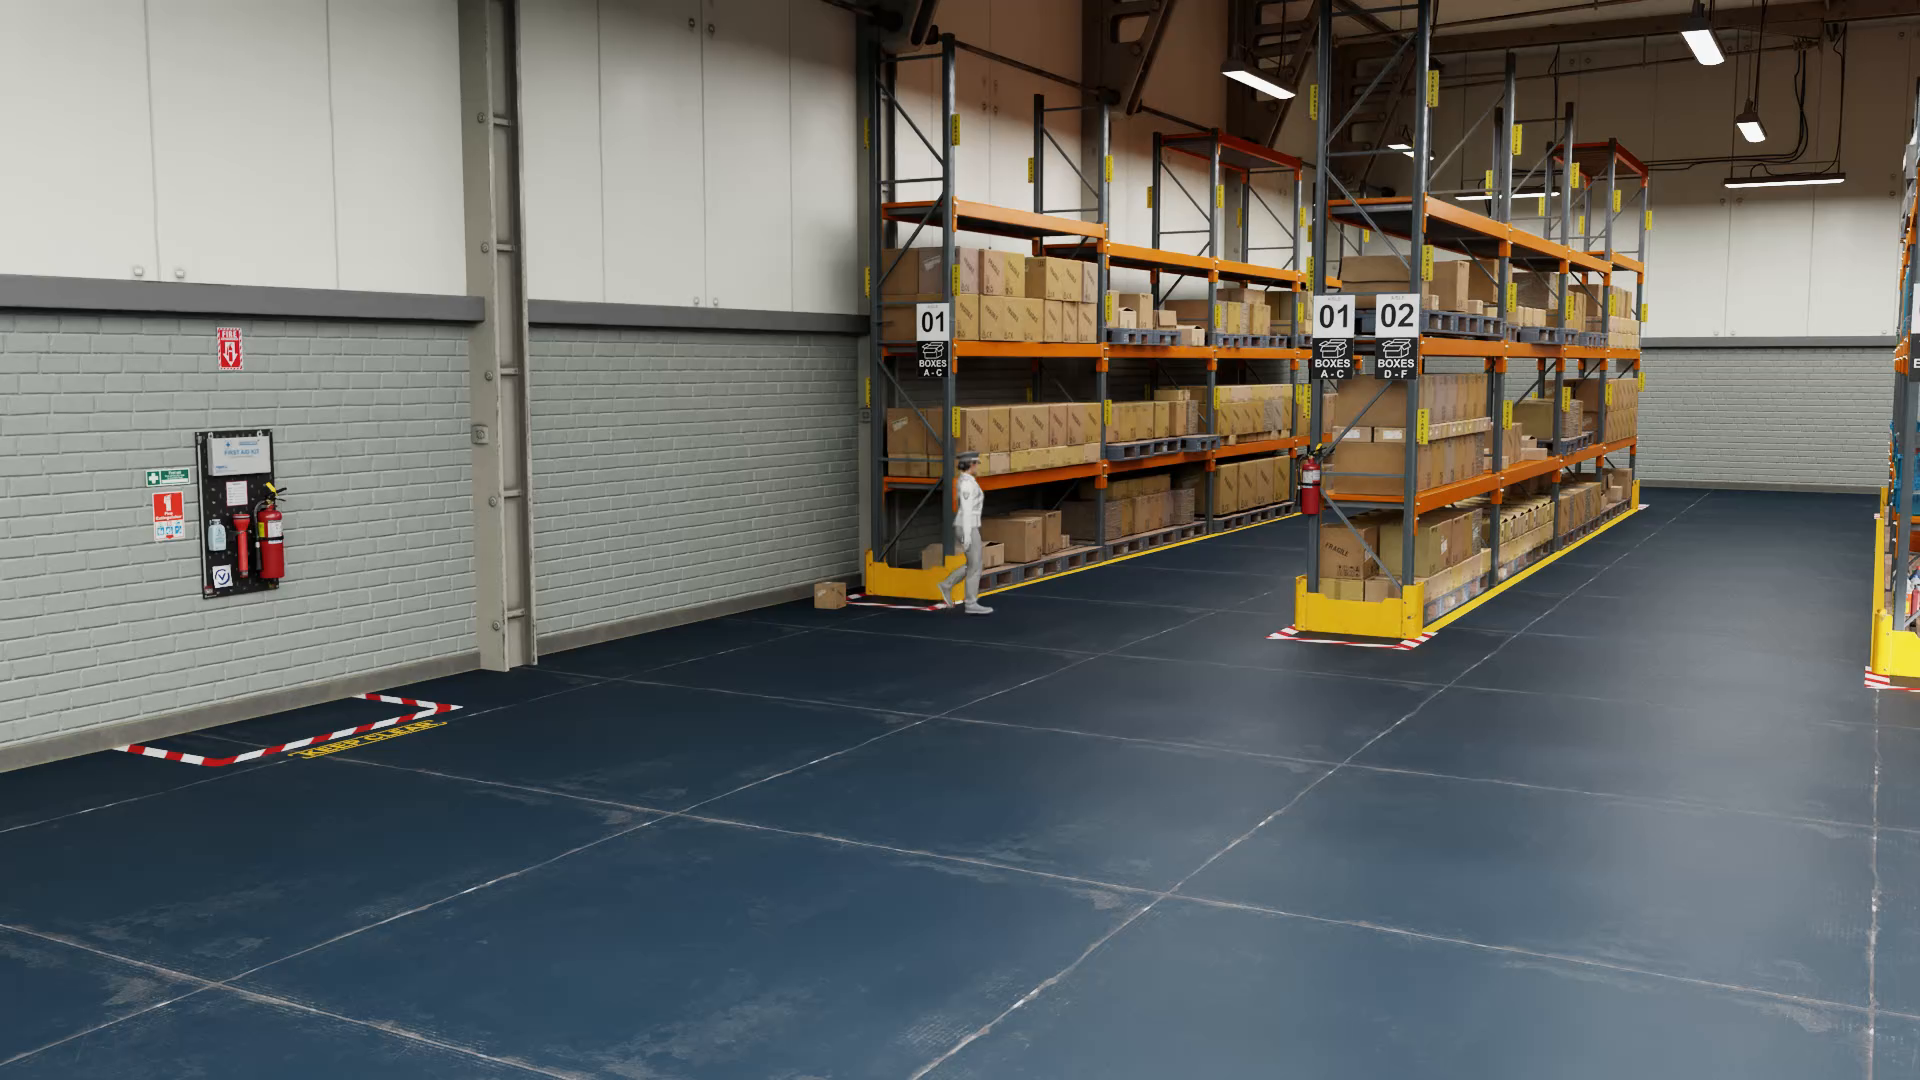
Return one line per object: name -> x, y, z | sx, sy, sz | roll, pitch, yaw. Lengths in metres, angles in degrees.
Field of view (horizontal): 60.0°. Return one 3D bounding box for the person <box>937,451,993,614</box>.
person -> 0.051, -0.084, 17.041 | 0.553, 1.649, 0.533 | 0, 6, -3
